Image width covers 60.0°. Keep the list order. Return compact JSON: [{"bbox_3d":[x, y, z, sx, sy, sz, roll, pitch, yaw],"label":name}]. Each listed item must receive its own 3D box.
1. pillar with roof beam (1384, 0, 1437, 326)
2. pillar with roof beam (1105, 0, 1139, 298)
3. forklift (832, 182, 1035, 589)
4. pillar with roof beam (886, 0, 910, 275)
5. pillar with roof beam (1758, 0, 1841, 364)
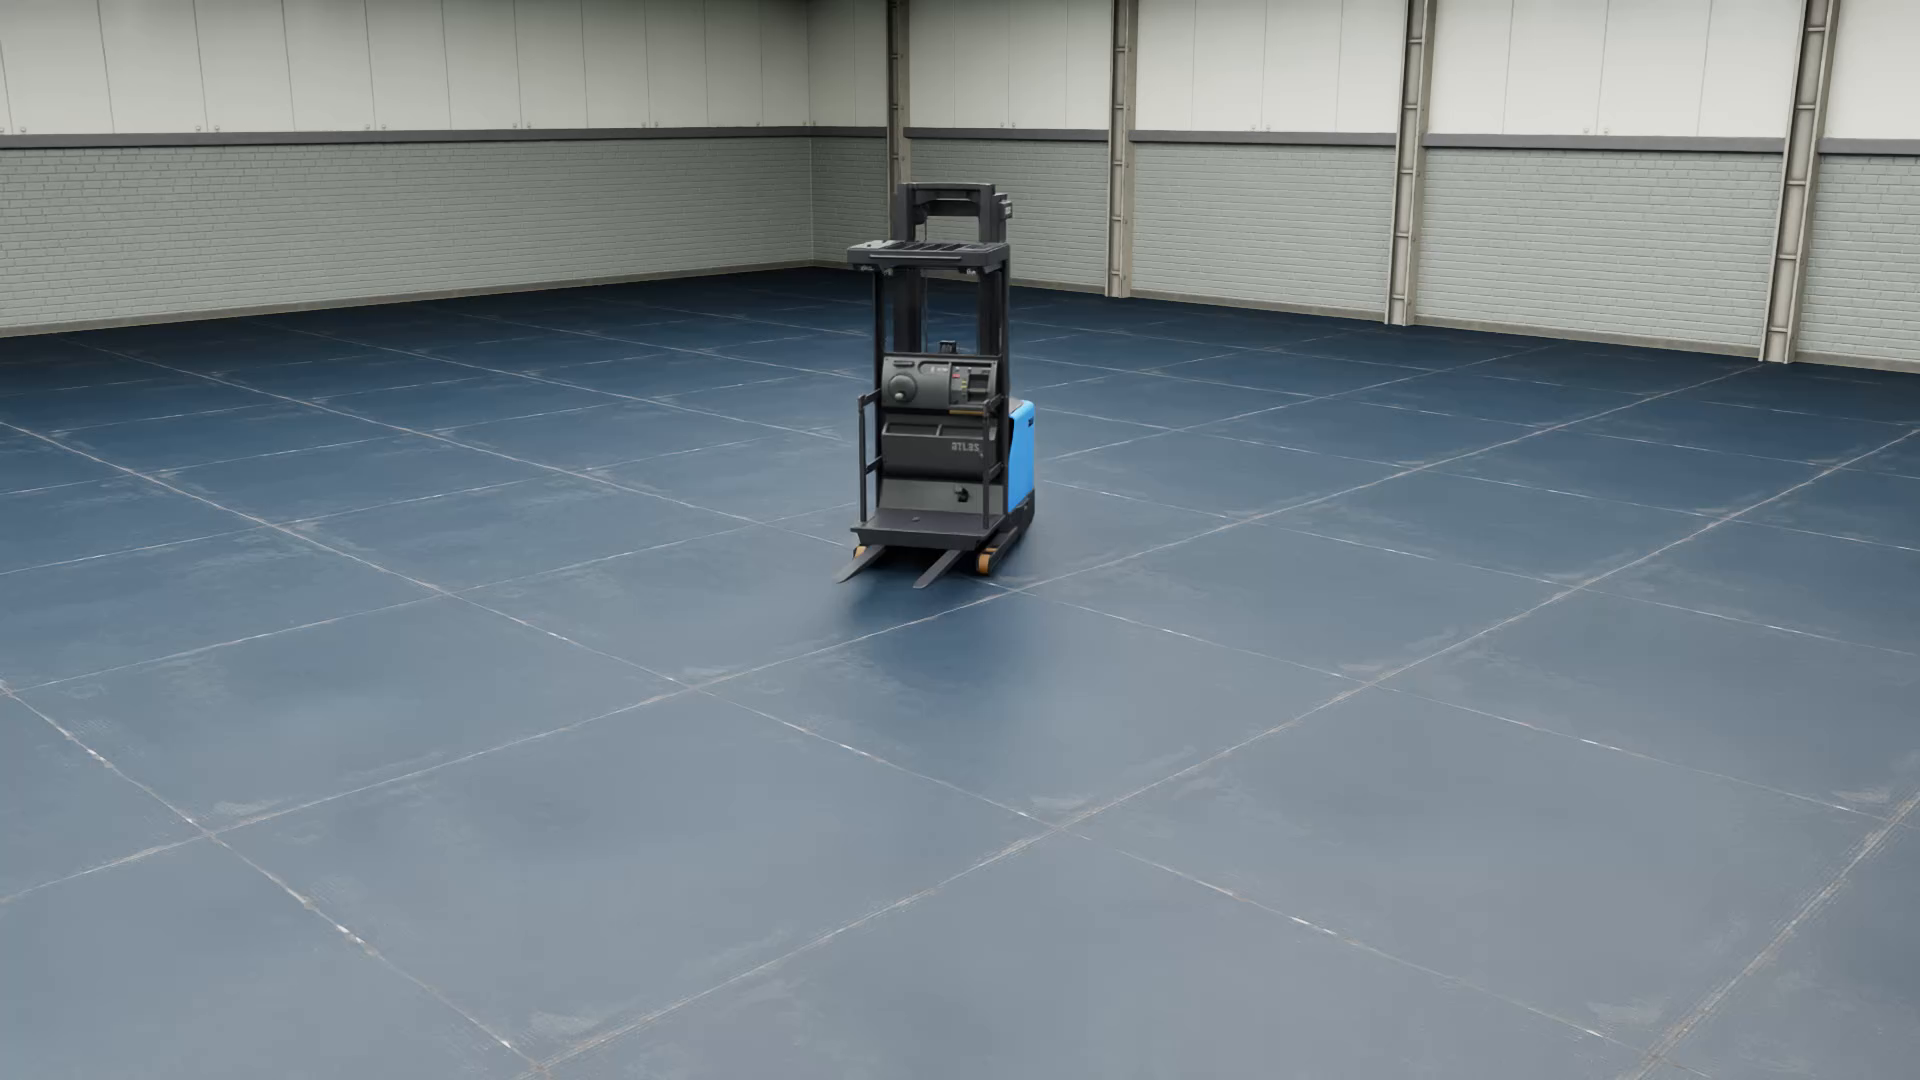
[{"bbox_3d":[4.354,-7.180,23.640,0.400,9.000,9.100,14,20,42],"label":"pillar with roof beam"},{"bbox_3d":[0.034,-8.230,27.670,0.400,9.000,9.100,14,20,42],"label":"pillar with roof beam"},{"bbox_3d":[-0.213,-1.252,12.926,1.130,2.935,3.031,4,15,14],"label":"forklift"},{"bbox_3d":[-4.285,-9.280,31.700,0.400,9.000,9.100,14,20,42],"label":"pillar with roof beam"},{"bbox_3d":[8.673,-6.130,19.610,0.400,9.000,9.100,14,20,42],"label":"pillar with roof beam"}]
